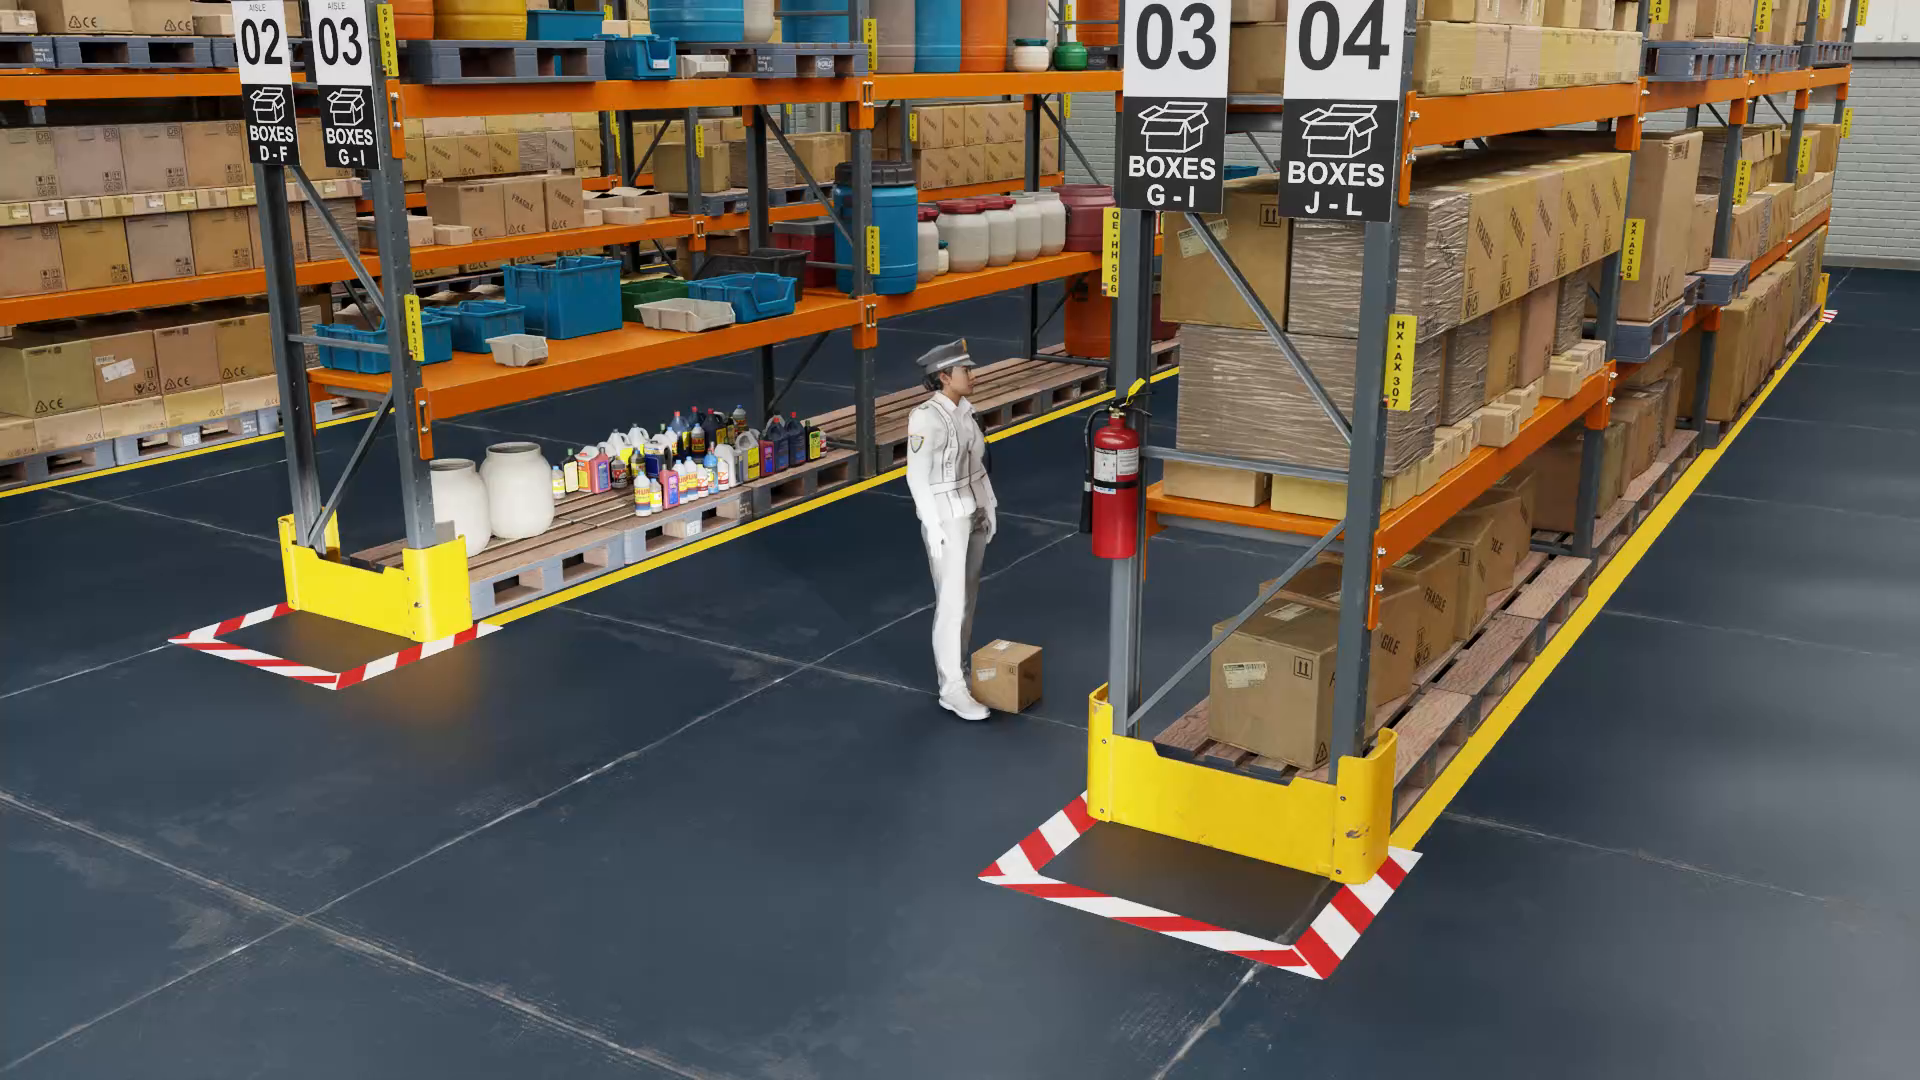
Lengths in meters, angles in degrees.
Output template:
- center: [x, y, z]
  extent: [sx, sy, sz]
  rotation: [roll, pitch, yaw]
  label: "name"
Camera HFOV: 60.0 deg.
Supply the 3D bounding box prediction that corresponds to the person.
- center: [0.030, -0.083, 7.728]
  extent: [0.533, 1.697, 0.588]
  rotation: [10, 19, 30]
  label: "person"
